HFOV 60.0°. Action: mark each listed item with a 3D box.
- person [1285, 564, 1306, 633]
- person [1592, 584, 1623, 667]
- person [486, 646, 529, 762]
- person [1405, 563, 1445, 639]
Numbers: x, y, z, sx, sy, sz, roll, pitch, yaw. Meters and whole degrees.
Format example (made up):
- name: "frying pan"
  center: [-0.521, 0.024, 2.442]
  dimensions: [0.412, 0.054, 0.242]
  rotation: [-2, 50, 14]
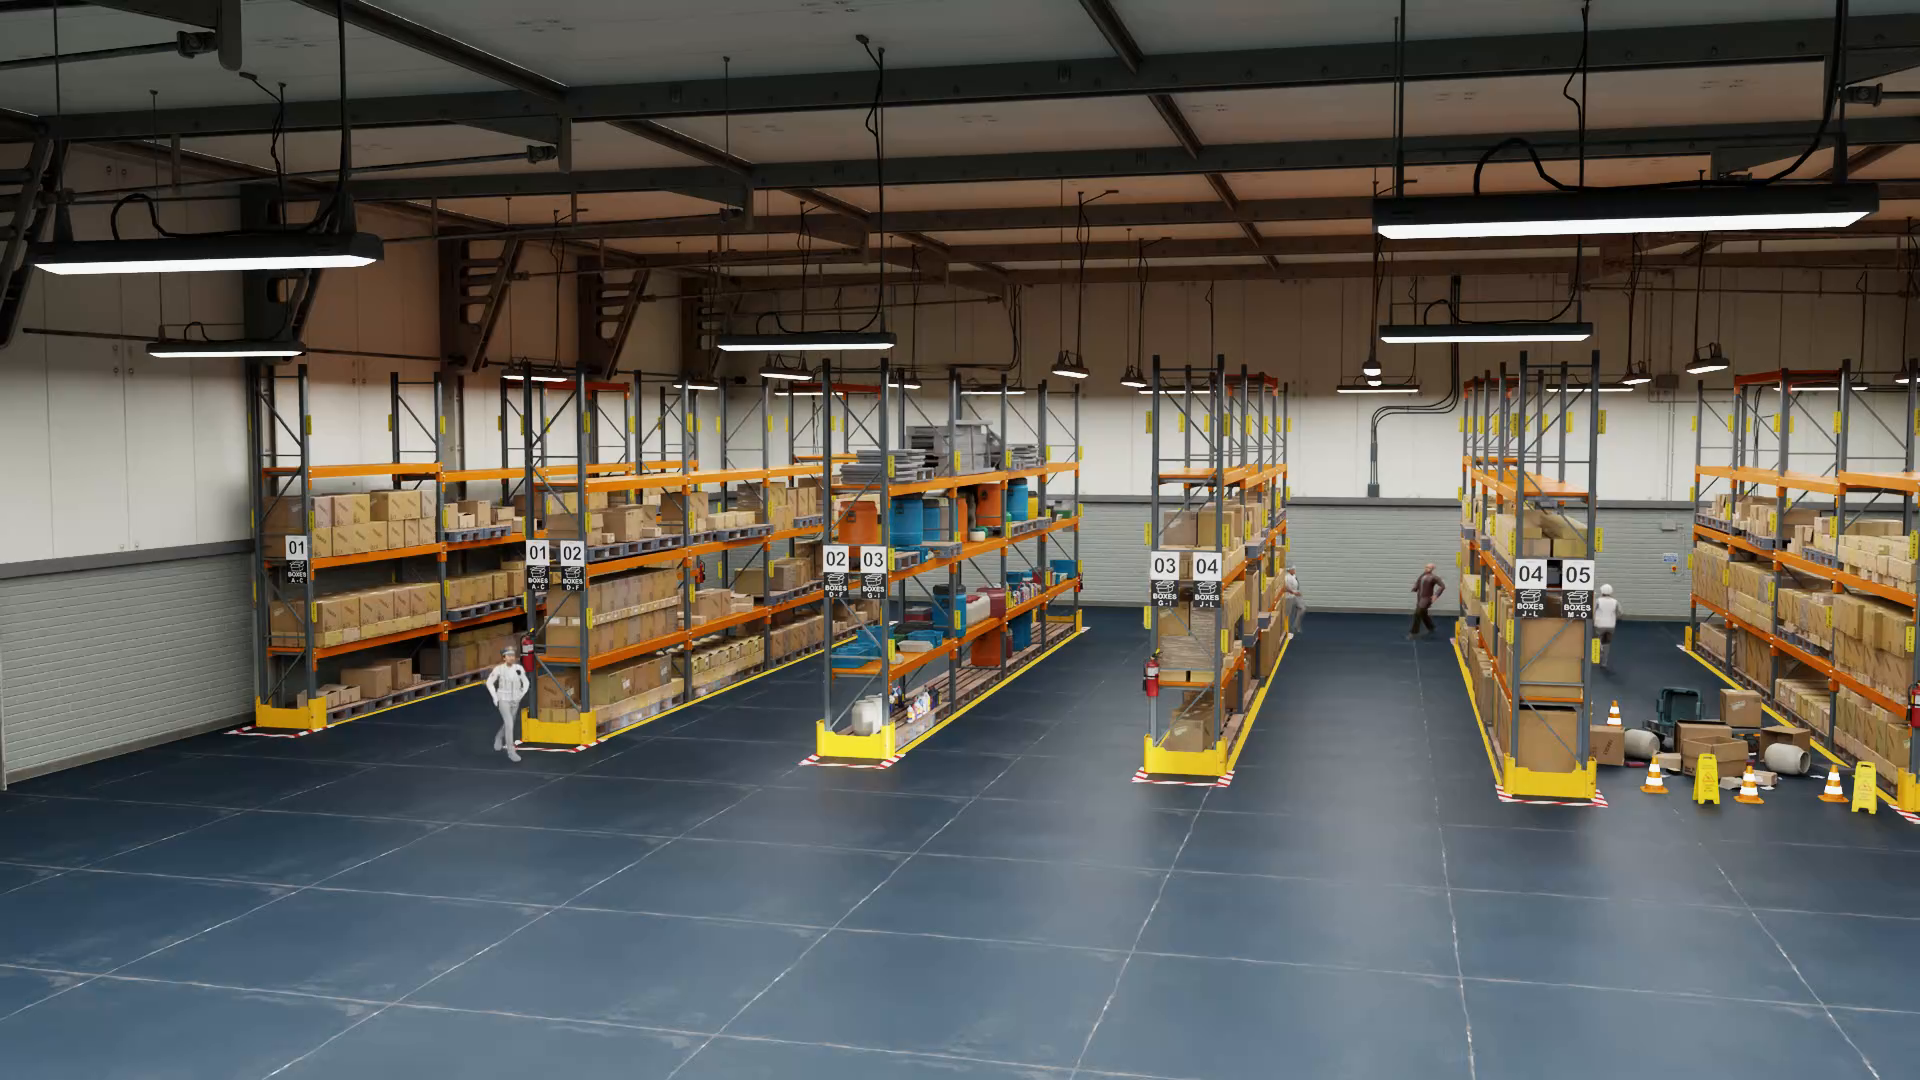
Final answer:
- name: "person"
  center: [7.966, 1.413, 40.063]
  dimensions: [0.671, 1.713, 0.587]
  rotation: [3, 5, 34]
- name: "person"
  center: [13.340, 1.778, 34.399]
  dimensions: [0.701, 1.734, 0.583]
  rotation: [0, 4, 5]
- name: "person"
  center: [-6.761, 2.419, 24.959]
  dimensions: [0.615, 1.681, 0.892]
  rotation: [-3, 5, -37]
- name: "person"
  center: [10.895, 1.431, 38.945]
  dimensions: [0.928, 1.793, 0.770]
  rotation: [-1, 4, -20]
